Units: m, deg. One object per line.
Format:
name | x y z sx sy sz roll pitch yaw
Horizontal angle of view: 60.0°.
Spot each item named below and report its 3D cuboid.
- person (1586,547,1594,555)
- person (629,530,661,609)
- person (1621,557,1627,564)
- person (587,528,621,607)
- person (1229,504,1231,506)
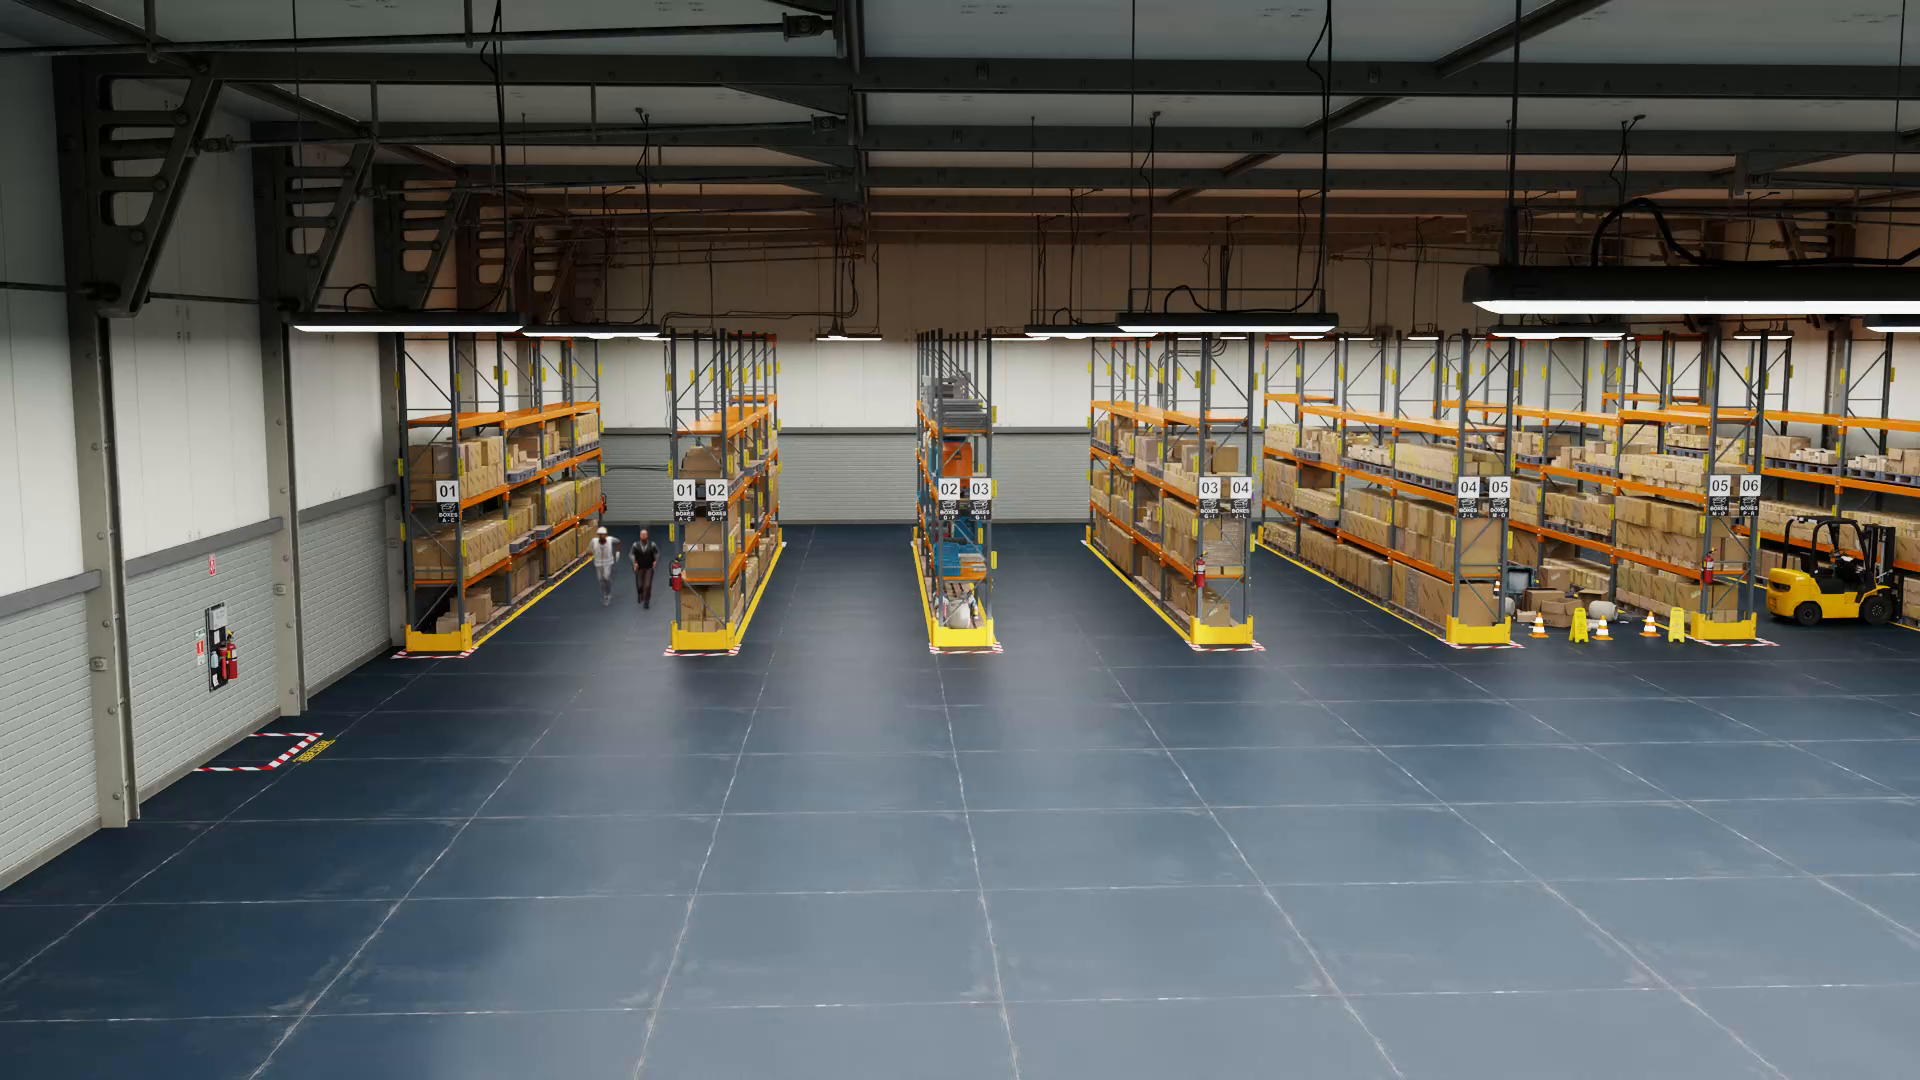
person | 16.573 -0.287 44.277 0.589 1.666 0.797 -3 7 -23
person | -6.853 0.627 36.241 0.682 1.699 0.605 -1 7 -9
person | 16.316 0.129 40.398 0.619 1.725 0.856 0 7 -2
person | -7.780 0.573 36.374 0.669 1.748 0.940 0 7 2
person | 8.110 -0.842 48.570 0.545 1.710 0.734 -5 8 -37
